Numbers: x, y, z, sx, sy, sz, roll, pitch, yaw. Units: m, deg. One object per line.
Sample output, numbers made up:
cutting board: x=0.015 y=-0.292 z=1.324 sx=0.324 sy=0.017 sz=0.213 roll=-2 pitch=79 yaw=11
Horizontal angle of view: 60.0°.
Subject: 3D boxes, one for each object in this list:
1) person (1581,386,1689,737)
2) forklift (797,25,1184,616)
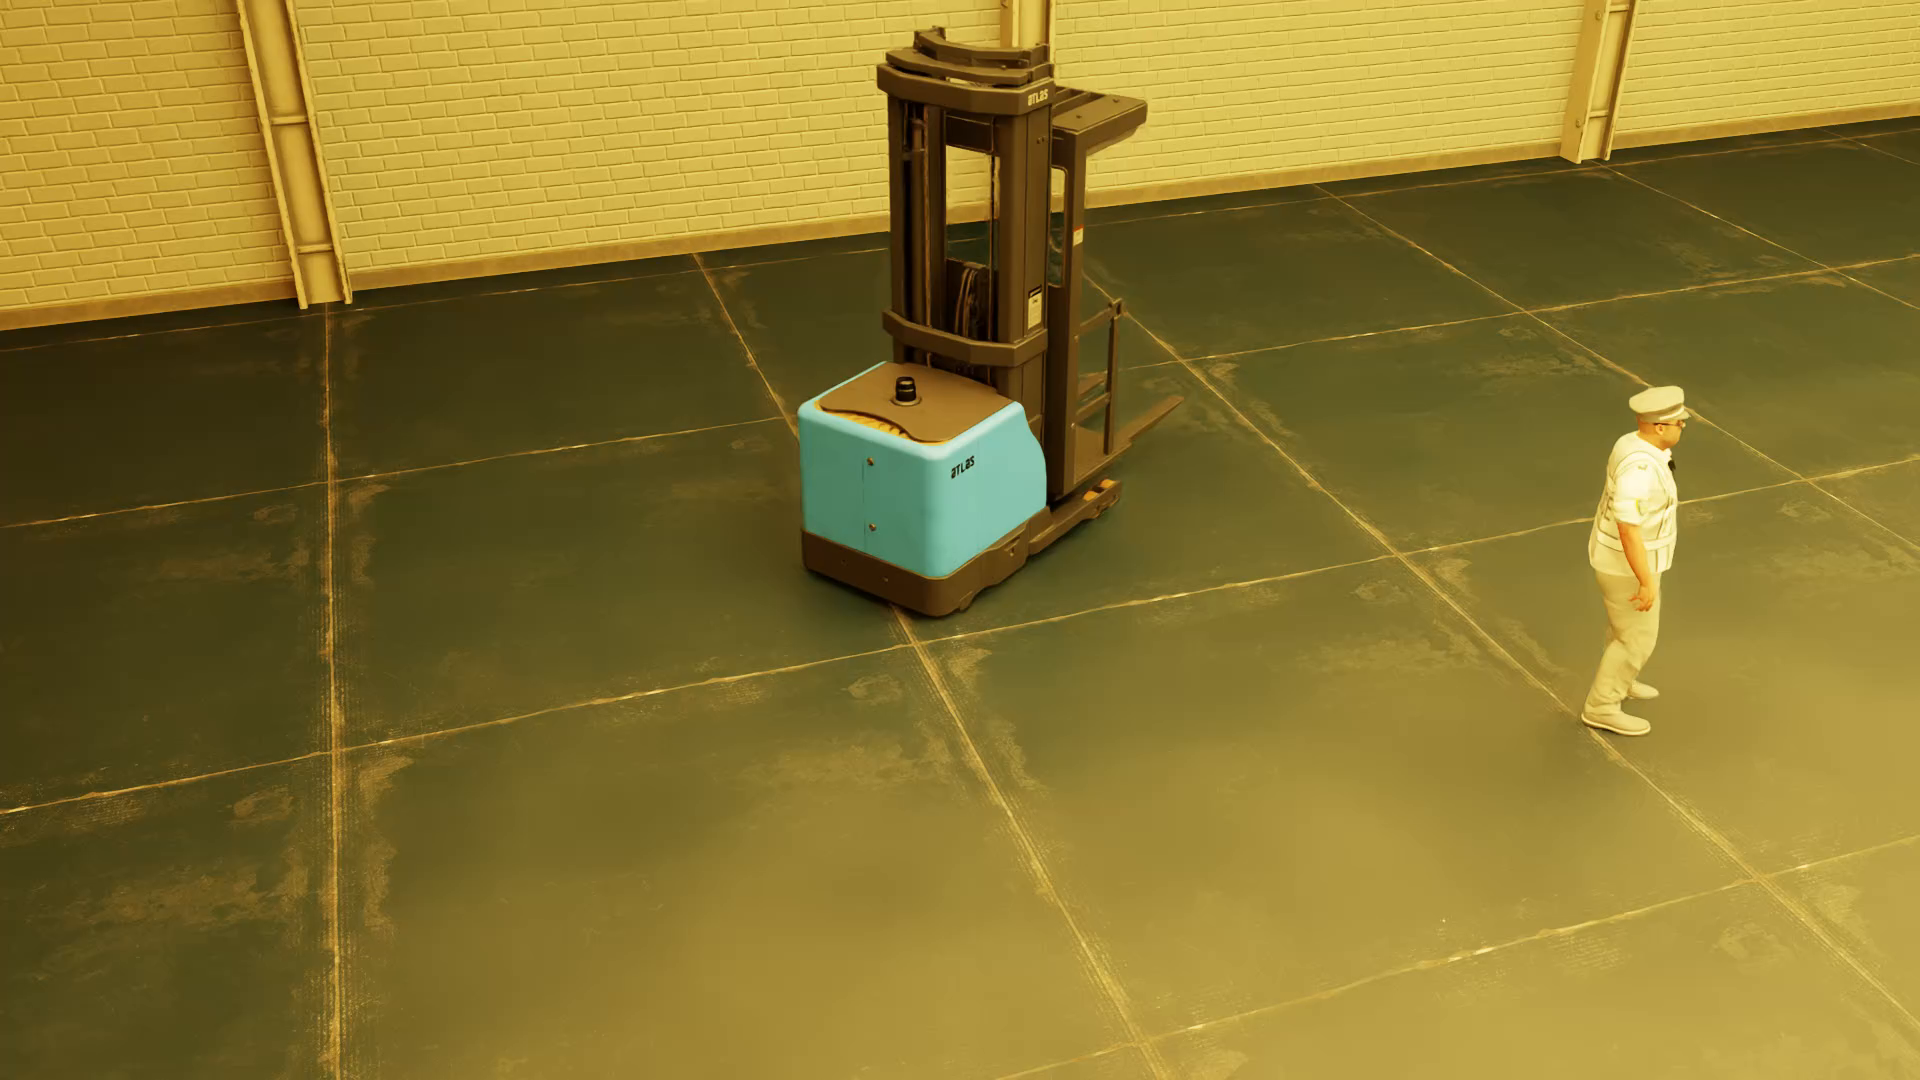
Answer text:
person: x=3.331 y=0.105 z=8.099 sx=0.511 sy=1.801 sz=0.620 roll=8 pitch=31 yaw=14
forklift: x=0.356 y=-1.532 z=9.749 sx=1.130 sy=2.935 sz=3.031 roll=20 pitch=35 yaw=31
